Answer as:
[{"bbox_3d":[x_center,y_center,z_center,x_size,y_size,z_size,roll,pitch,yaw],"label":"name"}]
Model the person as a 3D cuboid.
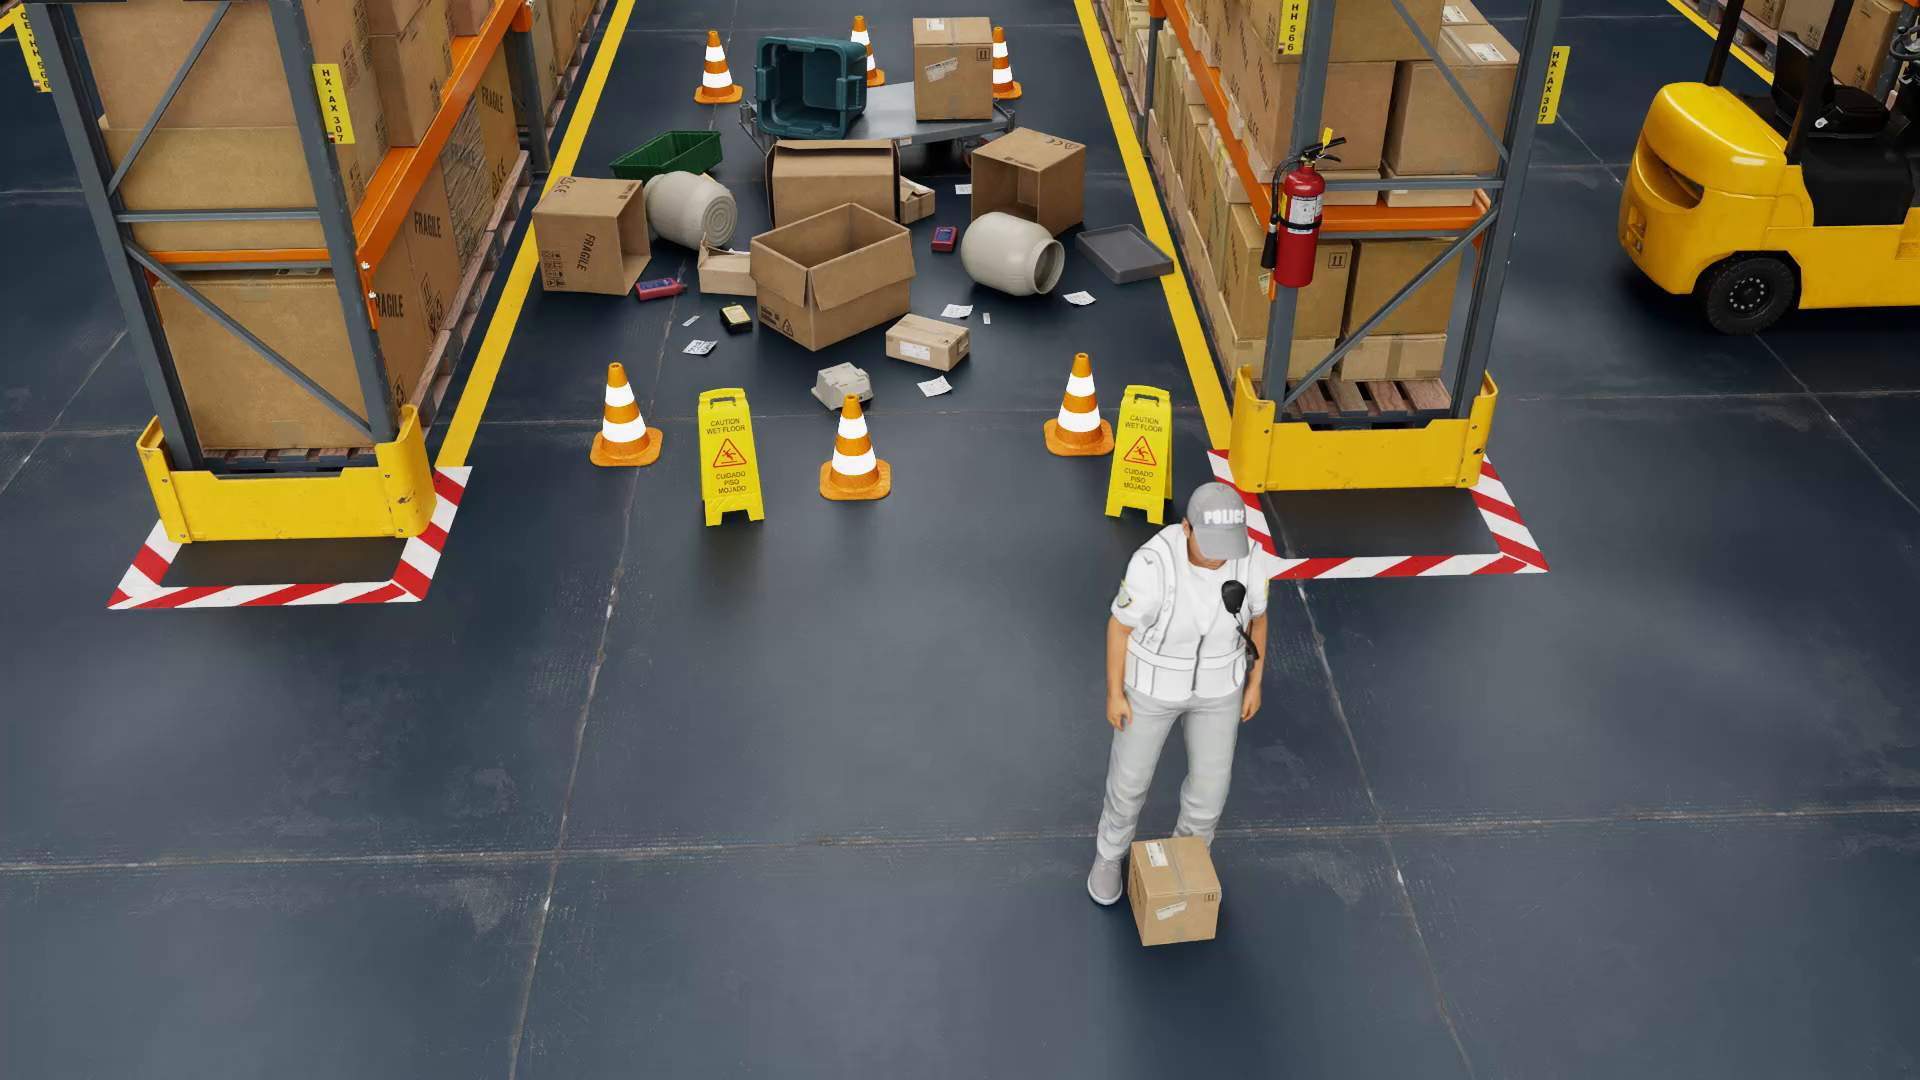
[{"bbox_3d":[0.722,0.495,5.445,0.563,1.666,0.469,-4,36,-5],"label":"person"}]
